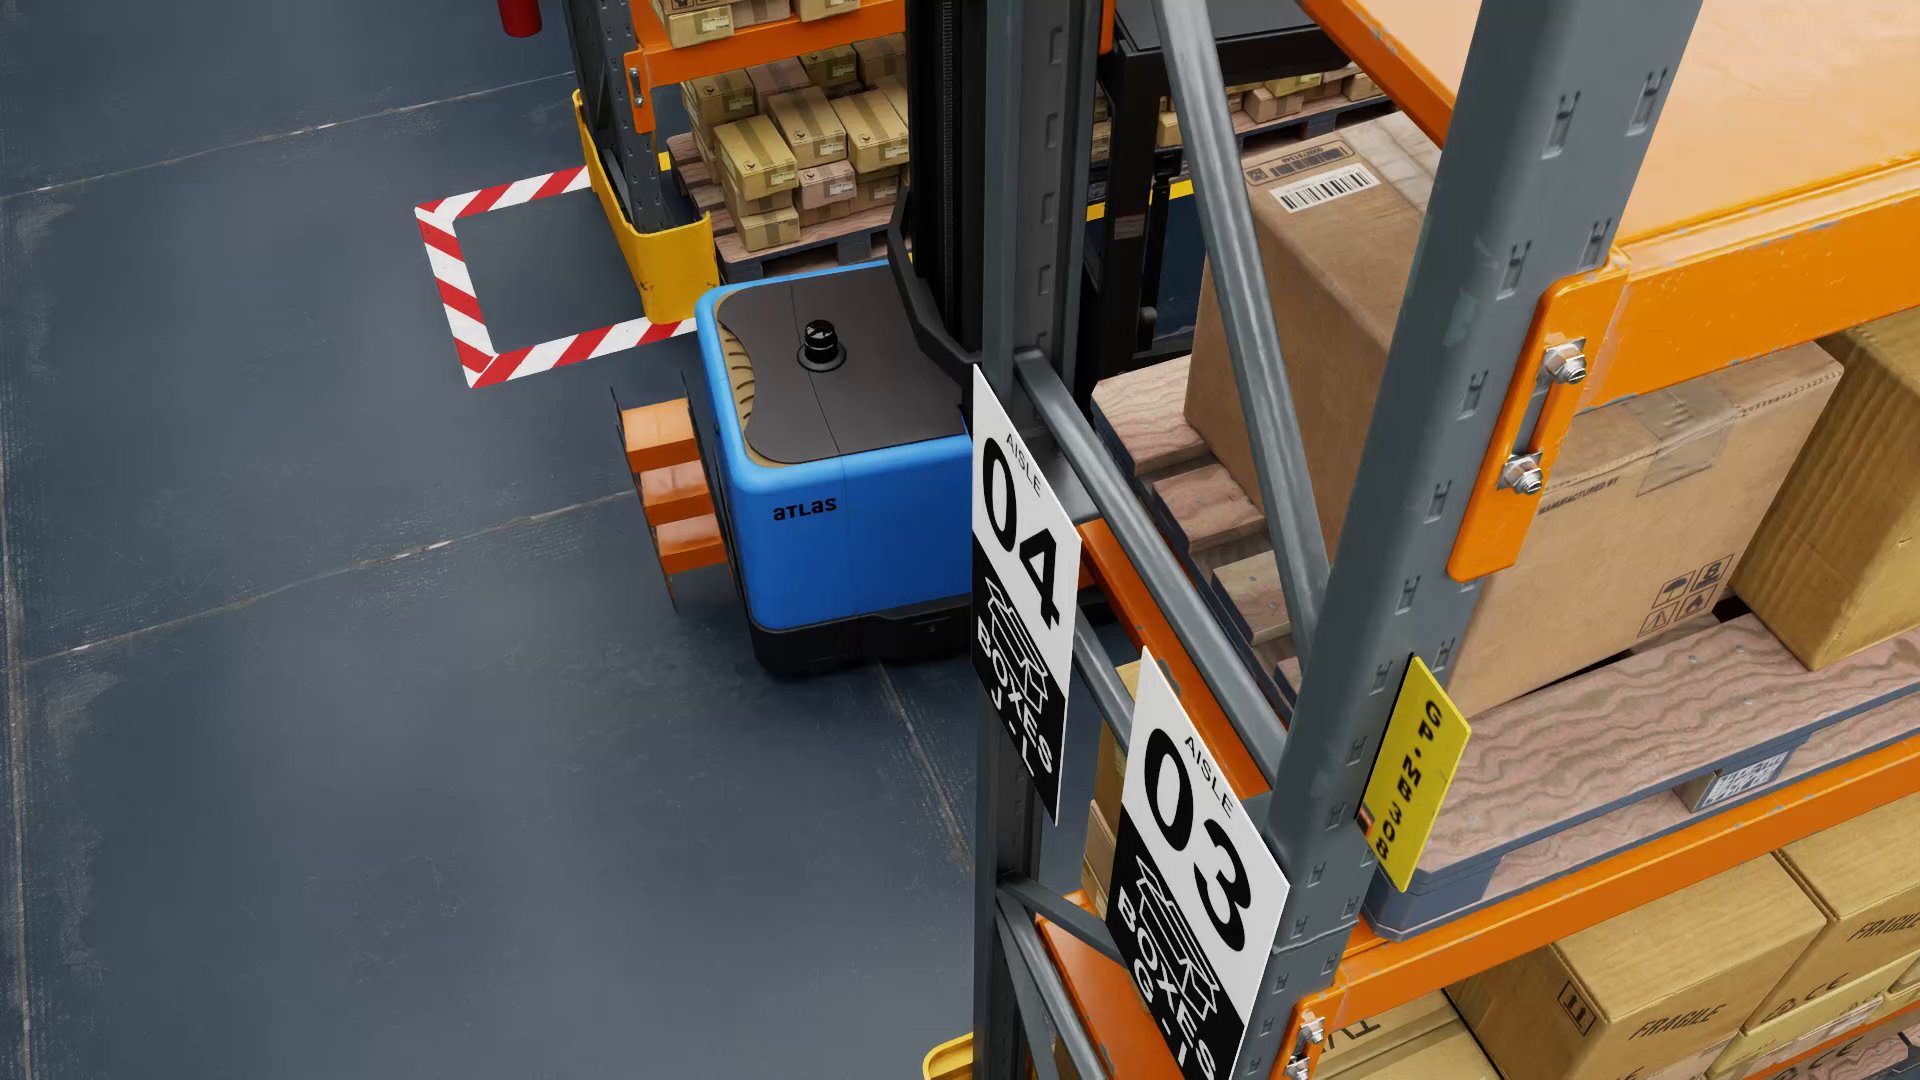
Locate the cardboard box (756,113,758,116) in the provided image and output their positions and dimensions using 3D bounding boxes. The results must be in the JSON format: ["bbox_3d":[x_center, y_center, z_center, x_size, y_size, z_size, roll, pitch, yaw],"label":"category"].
[{"bbox_3d":[-0.861,-2.052,7.782,0.250,0.149,0.380,-18,52,-15],"label":"cardboard box"}]

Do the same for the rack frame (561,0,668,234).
[{"bbox_3d":[-1.504,-2.358,6.638,0.127,3.000,1.000,-17,52,-14],"label":"rack frame"}]

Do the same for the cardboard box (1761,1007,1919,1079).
[{"bbox_3d":[2.506,0.954,4.918,0.875,0.875,0.875,-17,52,-14],"label":"cardboard box"}]

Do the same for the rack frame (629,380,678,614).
[{"bbox_3d":[-1.102,-0.131,6.012,0.008,1.050,0.200,-11,50,-9],"label":"rack frame"}]

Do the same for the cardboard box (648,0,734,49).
[{"bbox_3d":[-1.080,-2.139,6.616,0.250,0.149,0.380,-18,52,-15],"label":"cardboard box"}]

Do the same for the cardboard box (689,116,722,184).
[{"bbox_3d":[-1.096,-1.863,7.816,0.250,0.149,0.380,-16,51,-14],"label":"cardboard box"}]

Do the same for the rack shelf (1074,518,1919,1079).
[{"bbox_3d":[2.129,-0.162,3.250,4.000,0.370,1.077,-17,52,-14],"label":"rack shelf"}]

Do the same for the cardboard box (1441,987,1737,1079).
[{"bbox_3d":[1.303,1.005,3.653,0.500,0.250,0.500,-18,52,-15],"label":"cardboard box"}]

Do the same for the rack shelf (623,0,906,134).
[{"bbox_3d":[0.348,-2.697,7.404,4.000,0.370,1.077,-17,52,-14],"label":"rack shelf"}]

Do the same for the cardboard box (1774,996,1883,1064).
[{"bbox_3d":[1.921,0.996,3.924,0.250,0.149,0.380,-18,52,-15],"label":"cardboard box"}]

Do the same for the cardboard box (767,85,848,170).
[{"bbox_3d":[-0.681,-1.835,7.400,0.250,0.149,0.380,-16,51,-14],"label":"cardboard box"}]

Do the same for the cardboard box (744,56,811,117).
[{"bbox_3d":[-0.855,-2.121,7.645,0.250,0.149,0.380,-16,51,-14],"label":"cardboard box"}]

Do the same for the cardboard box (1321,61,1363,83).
[{"bbox_3d":[1.782,-2.410,8.090,0.250,0.149,0.380,-19,52,-16],"label":"cardboard box"}]

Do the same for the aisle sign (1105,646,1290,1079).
[{"bbox_3d":[0.325,0.539,2.437,0.004,0.787,0.394,-17,52,-14],"label":"aisle sign"}]

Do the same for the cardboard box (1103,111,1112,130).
[{"bbox_3d":[0.740,-2.037,7.965,0.250,0.149,0.380,-16,51,-14],"label":"cardboard box"}]

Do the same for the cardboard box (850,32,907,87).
[{"bbox_3d":[-0.400,-2.315,7.811,0.250,0.149,0.380,-19,52,-16],"label":"cardboard box"}]

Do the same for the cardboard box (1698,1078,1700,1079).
[{"bbox_3d":[1.446,1.142,3.798,0.250,0.149,0.380,-18,52,-15],"label":"cardboard box"}]

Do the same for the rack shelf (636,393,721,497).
[{"bbox_3d":[-0.984,-0.332,5.824,0.240,0.259,0.215,-11,50,-9],"label":"rack shelf"}]

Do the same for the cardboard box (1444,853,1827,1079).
[{"bbox_3d":[1.287,0.771,3.360,0.500,0.500,0.500,-18,52,-15],"label":"cardboard box"}]

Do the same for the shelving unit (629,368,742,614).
[{"bbox_3d":[-0.984,-0.154,6.031,0.252,1.050,0.215,-11,50,-9],"label":"shelving unit"}]

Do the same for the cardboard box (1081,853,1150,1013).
[{"bbox_3d":[0.483,0.903,4.004,0.250,0.149,0.380,-16,51,-14],"label":"cardboard box"}]

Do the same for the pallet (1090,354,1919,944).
[{"bbox_3d":[0.961,-0.014,2.707,1.213,0.211,1.003,-17,52,-14],"label":"pallet"}]

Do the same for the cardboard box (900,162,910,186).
[{"bbox_3d":[-0.175,-1.801,7.567,0.250,0.149,0.380,-16,51,-13],"label":"cardboard box"}]

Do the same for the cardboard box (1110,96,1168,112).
[{"bbox_3d":[0.787,-2.168,7.882,0.250,0.149,0.380,-19,52,-16],"label":"cardboard box"}]

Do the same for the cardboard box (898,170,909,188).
[{"bbox_3d":[-0.181,-1.696,7.673,0.250,0.149,0.380,-17,51,-14],"label":"cardboard box"}]

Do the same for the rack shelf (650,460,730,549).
[{"bbox_3d":[-0.984,-0.147,6.039,0.240,0.259,0.215,-11,50,-9],"label":"rack shelf"}]

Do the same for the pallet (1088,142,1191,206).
[{"bbox_3d":[0.460,-2.026,8.192,1.213,0.211,1.003,-17,52,-14],"label":"pallet"}]

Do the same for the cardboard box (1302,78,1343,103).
[{"bbox_3d":[1.693,-2.346,8.230,0.250,0.149,0.380,-16,51,-13],"label":"cardboard box"}]

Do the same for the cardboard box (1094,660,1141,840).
[{"bbox_3d":[0.630,0.538,3.560,0.500,0.500,0.500,-17,51,-14],"label":"cardboard box"}]

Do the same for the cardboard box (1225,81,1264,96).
[{"bbox_3d":[1.271,-2.318,8.010,0.250,0.149,0.380,-17,51,-14],"label":"cardboard box"}]

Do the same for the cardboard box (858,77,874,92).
[{"bbox_3d":[-0.355,-2.170,7.883,0.250,0.149,0.380,-18,52,-15],"label":"cardboard box"}]

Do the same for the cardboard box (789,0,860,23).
[{"bbox_3d":[-0.591,-2.280,6.737,0.250,0.149,0.380,-19,52,-15],"label":"cardboard box"}]

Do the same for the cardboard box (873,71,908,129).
[{"bbox_3d":[-0.201,-1.947,7.495,0.250,0.149,0.380,-20,52,-16],"label":"cardboard box"}]

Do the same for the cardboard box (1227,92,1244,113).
[{"bbox_3d":[1.183,-2.234,8.135,0.250,0.149,0.380,-18,52,-15],"label":"cardboard box"}]

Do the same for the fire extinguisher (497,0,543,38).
[{"bbox_3d":[-1.912,-2.463,7.026,0.183,0.674,0.296,-17,52,-14],"label":"fire extinguisher"}]

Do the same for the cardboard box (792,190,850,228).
[{"bbox_3d":[-0.687,-1.624,7.611,0.250,0.149,0.380,-17,52,-14],"label":"cardboard box"}]

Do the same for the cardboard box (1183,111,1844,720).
[{"bbox_3d":[0.739,-0.211,2.409,0.500,0.500,0.700,-20,52,-16],"label":"cardboard box"}]

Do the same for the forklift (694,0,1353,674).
[{"bbox_3d":[0.611,-1.072,5.579,3.031,2.935,1.130,-11,50,-9],"label":"forklift"}]

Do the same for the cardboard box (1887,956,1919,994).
[{"bbox_3d":[2.251,0.710,3.907,0.500,0.250,0.500,-18,52,-15],"label":"cardboard box"}]

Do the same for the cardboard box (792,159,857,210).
[{"bbox_3d":[-0.647,-1.672,7.455,0.250,0.149,0.380,-17,52,-14],"label":"cardboard box"}]

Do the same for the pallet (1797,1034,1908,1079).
[{"bbox_3d":[2.116,1.432,5.222,1.213,0.211,1.003,-17,52,-14],"label":"pallet"}]

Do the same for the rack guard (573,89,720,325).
[{"bbox_3d":[-1.434,-1.565,7.605,0.348,0.500,1.175,-17,52,-14],"label":"rack guard"}]

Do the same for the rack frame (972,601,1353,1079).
[{"bbox_3d":[0.278,1.155,3.622,0.127,3.000,1.000,-17,52,-14],"label":"rack frame"}]
